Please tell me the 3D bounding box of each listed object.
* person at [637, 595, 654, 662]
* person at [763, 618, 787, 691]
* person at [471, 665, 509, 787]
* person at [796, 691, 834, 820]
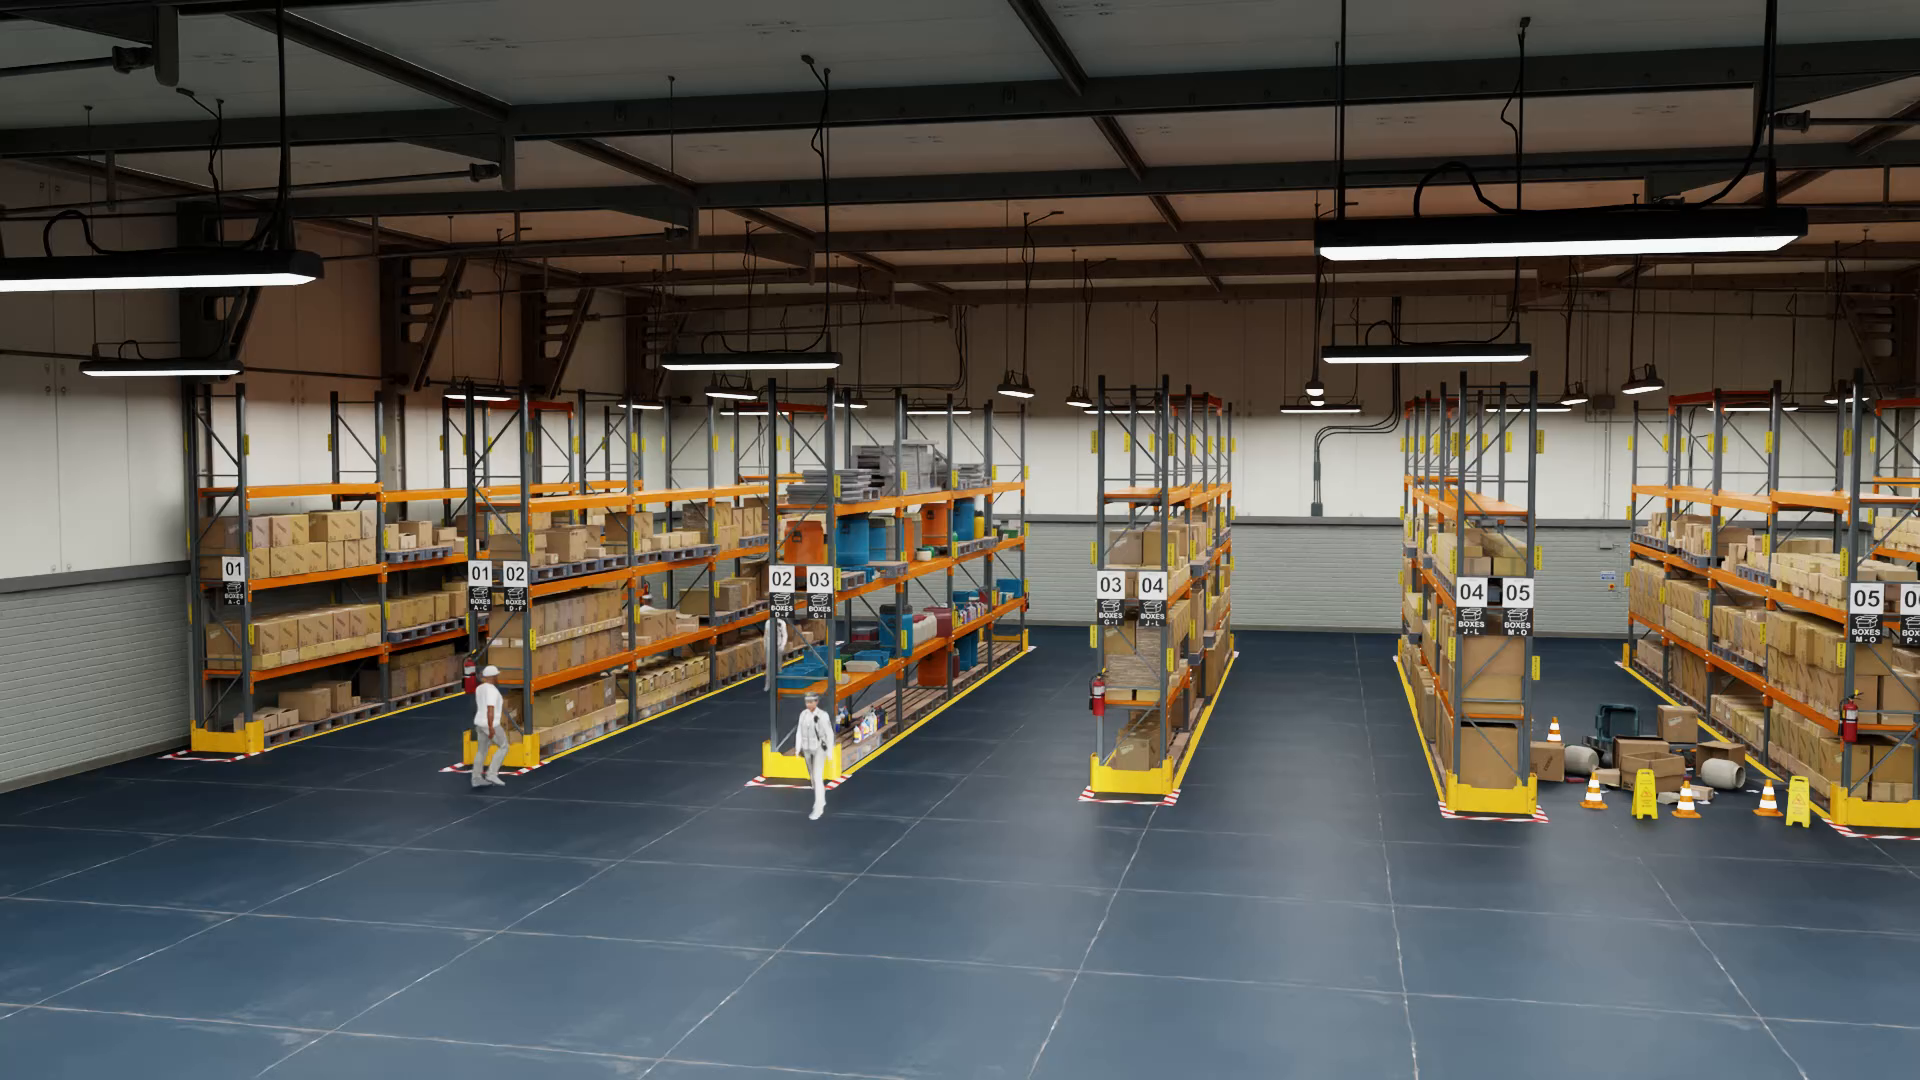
[{"bbox_3d":[-6.806,2.066,35.896,0.581,1.754,0.489,0,3,6],"label":"person"},{"bbox_3d":[-3.805,2.228,34.118,0.507,1.674,0.688,0,3,-1],"label":"person"},{"bbox_3d":[-6.921,2.720,24.350,0.538,1.750,0.610,-3,5,-44],"label":"person"},{"bbox_3d":[-1.984,2.884,22.610,0.568,1.659,0.759,2,4,34],"label":"person"}]
